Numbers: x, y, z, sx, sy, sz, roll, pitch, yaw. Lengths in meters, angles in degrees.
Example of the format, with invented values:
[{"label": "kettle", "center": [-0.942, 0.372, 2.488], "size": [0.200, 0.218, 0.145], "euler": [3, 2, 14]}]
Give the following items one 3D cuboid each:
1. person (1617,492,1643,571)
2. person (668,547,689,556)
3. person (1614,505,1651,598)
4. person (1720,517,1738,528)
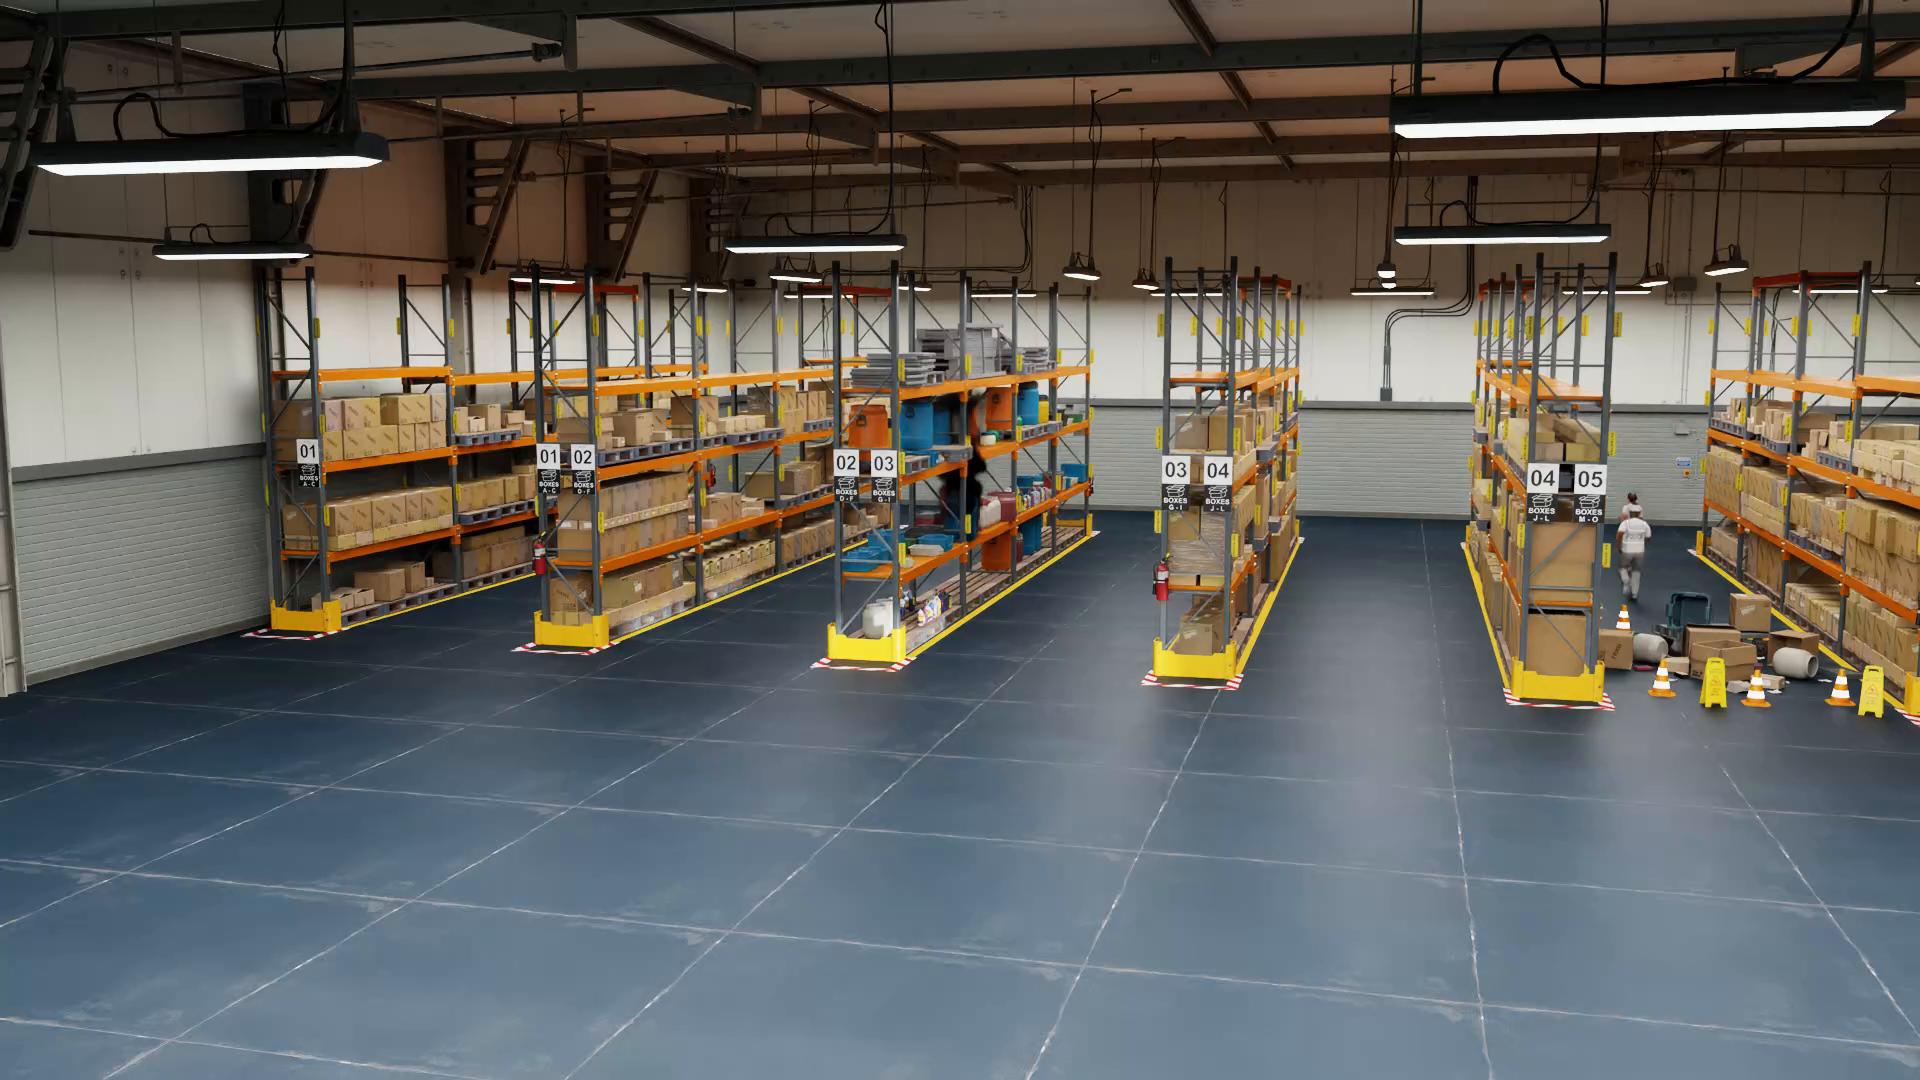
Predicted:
[{"label": "person", "center": [13.883, -0.182, 34.529], "size": [0.543, 1.624, 0.636], "euler": [-1, 7, -4]}, {"label": "person", "center": [-5.943, -0.249, 34.760], "size": [0.702, 1.726, 0.598], "euler": [2, 8, 17]}, {"label": "person", "center": [12.544, 0.203, 31.084], "size": [0.646, 1.729, 0.671], "euler": [1, 7, 8]}, {"label": "person", "center": [17.593, -0.638, 37.935], "size": [0.596, 1.677, 0.673], "euler": [7, 10, 43]}]
